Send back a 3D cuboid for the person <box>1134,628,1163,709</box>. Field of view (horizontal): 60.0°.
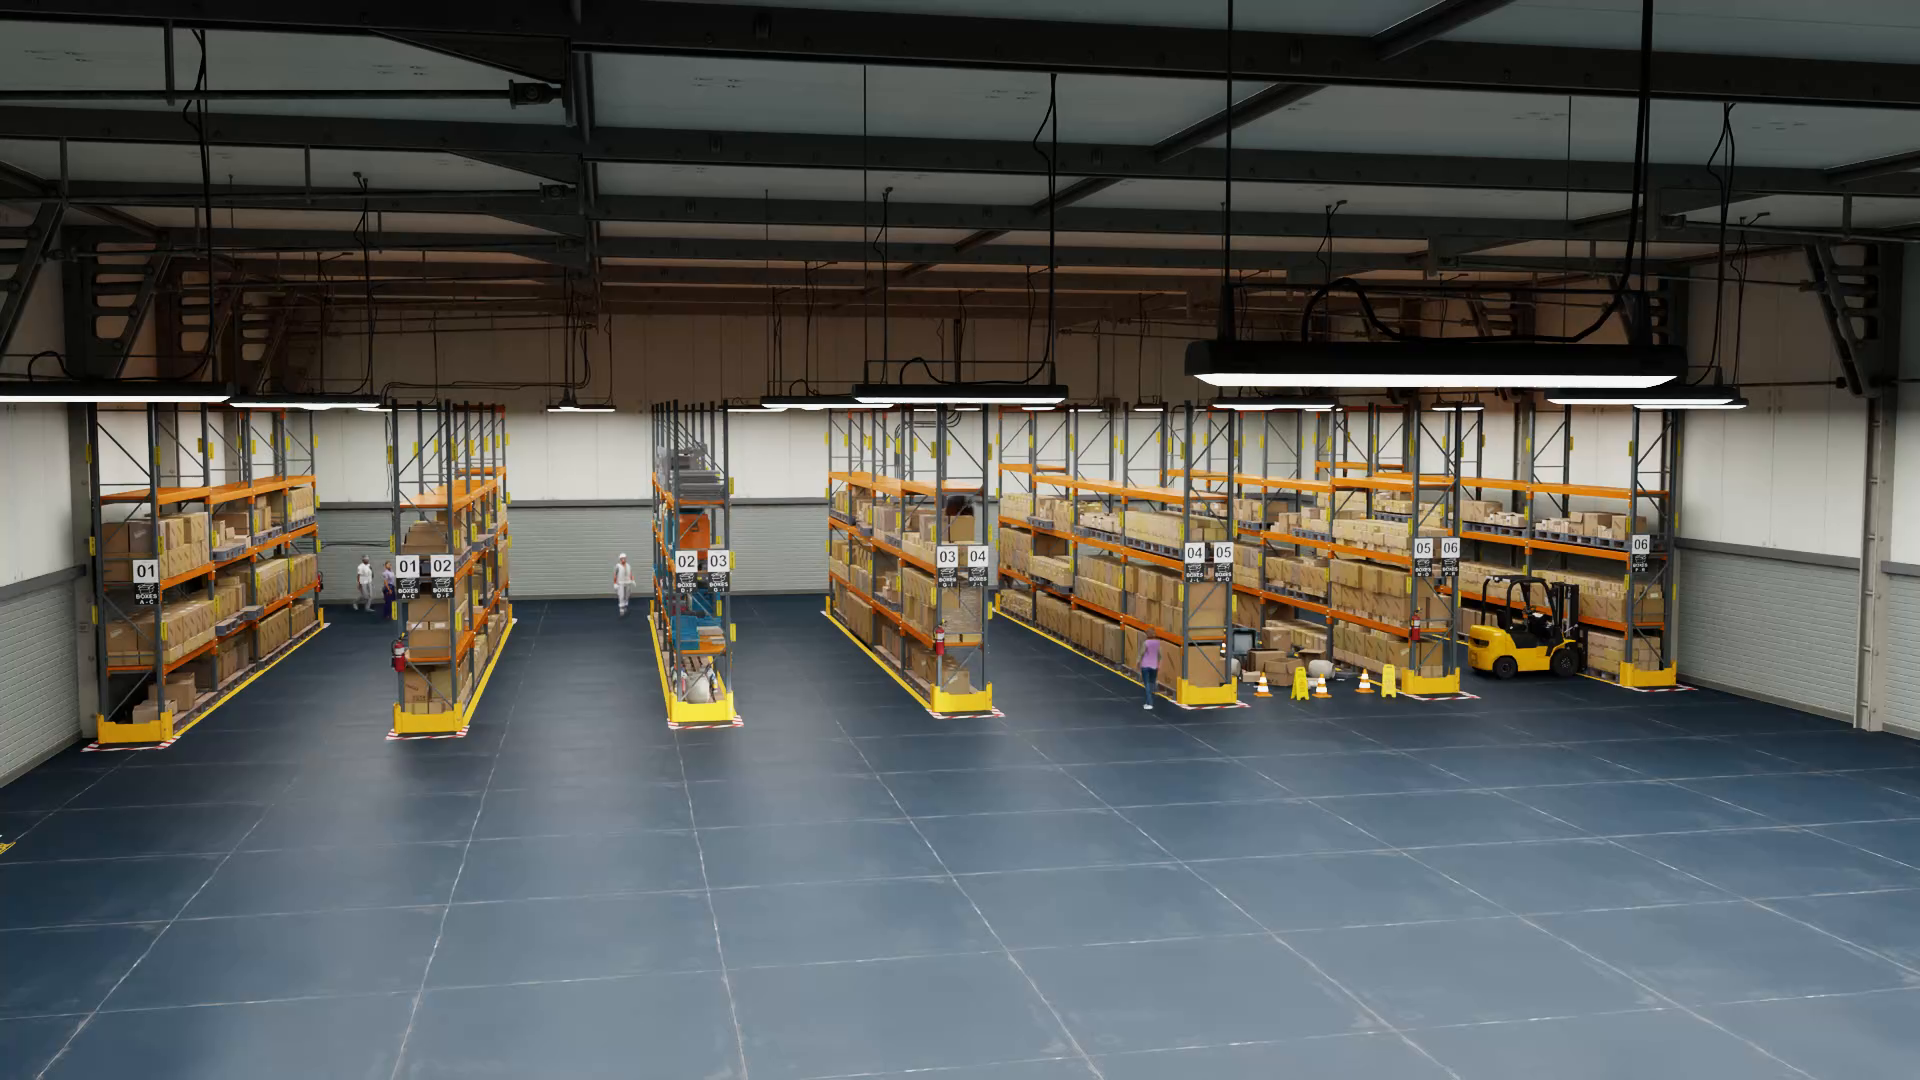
[{"bbox_3d":[3.688,2.510,32.346,0.534,1.612,0.696,0,4,-6],"label":"person"}]

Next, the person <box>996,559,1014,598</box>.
[{"bbox_3d":[1.357,1.105,49.816,0.543,1.725,0.467,-1,4,-13],"label":"person"}]

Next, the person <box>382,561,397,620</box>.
[{"bbox_3d":[-15.838,1.425,46.268,0.499,1.658,0.505,0,4,-5],"label":"person"}]

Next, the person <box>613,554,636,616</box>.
[{"bbox_3d":[-9.515,1.261,47.216,0.615,1.743,0.955,-2,5,-22],"label":"person"}]

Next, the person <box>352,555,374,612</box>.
[{"bbox_3d":[-17.316,1.250,48.284,0.587,1.656,0.475,2,5,21],"label":"person"}]
